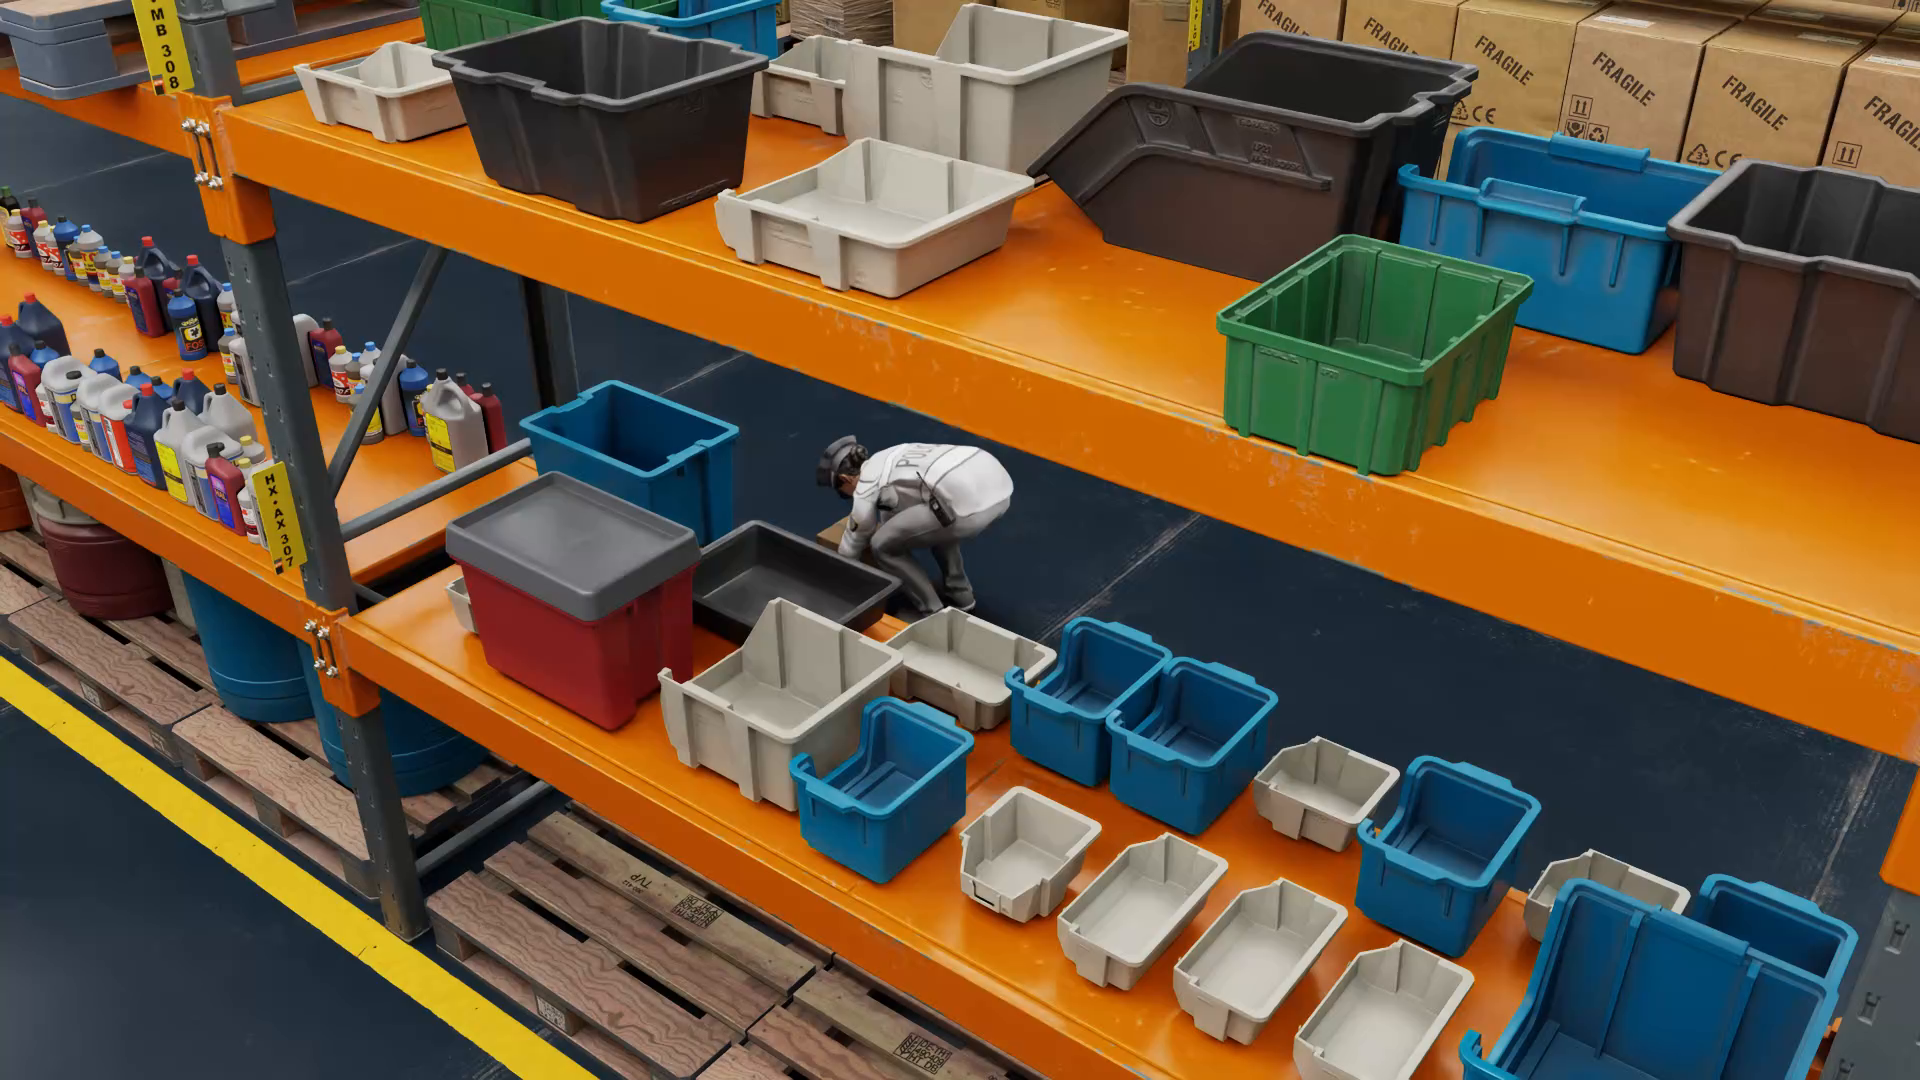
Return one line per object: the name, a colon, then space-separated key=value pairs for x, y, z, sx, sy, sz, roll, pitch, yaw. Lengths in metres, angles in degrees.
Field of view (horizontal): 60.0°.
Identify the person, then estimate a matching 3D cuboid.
person: x=-0.209 y=-0.049 z=7.065 sx=0.897 sy=0.822 sz=0.461 roll=20 pitch=36 yaw=29
